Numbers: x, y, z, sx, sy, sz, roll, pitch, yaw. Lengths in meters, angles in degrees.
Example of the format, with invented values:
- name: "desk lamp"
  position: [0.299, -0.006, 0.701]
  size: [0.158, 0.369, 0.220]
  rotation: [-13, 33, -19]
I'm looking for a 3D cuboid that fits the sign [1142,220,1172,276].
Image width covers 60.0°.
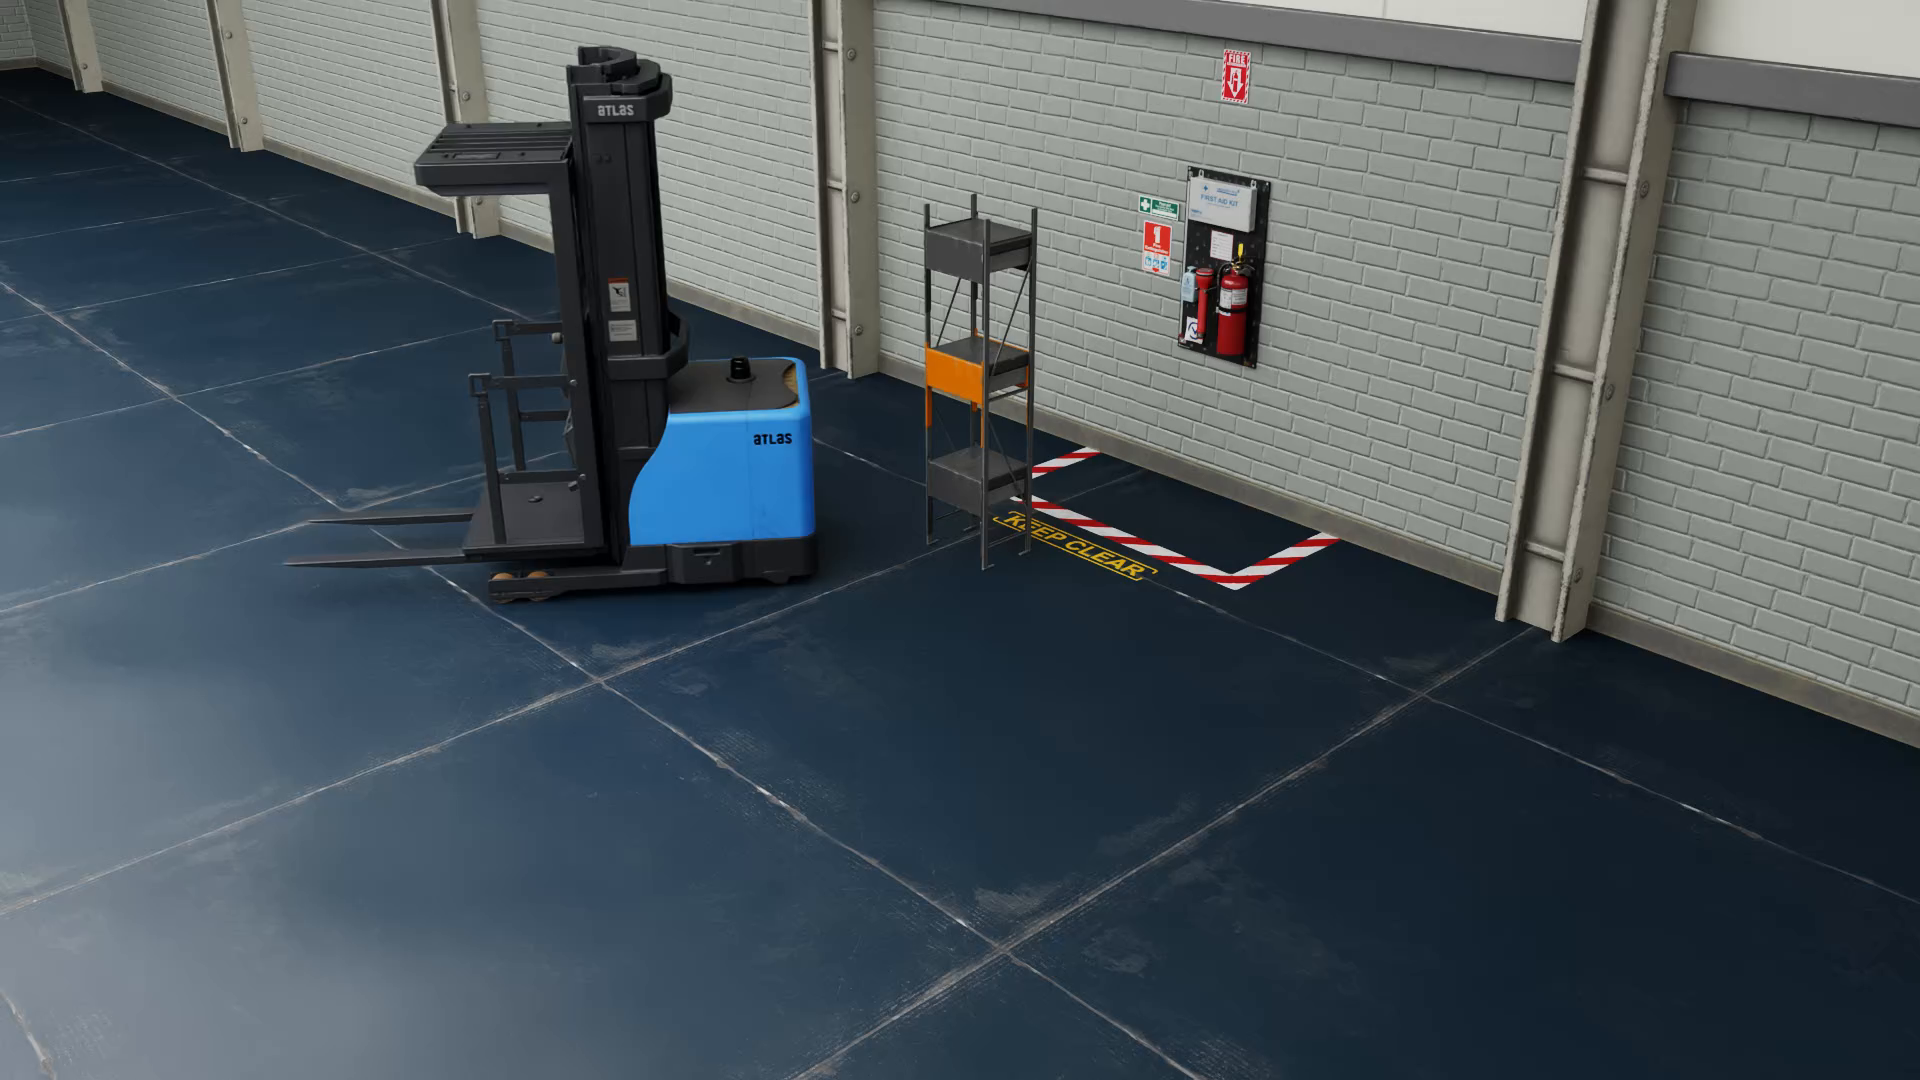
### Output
- name: "sign"
  position: [1.268, -1.881, 10.716]
  size: [0.001, 0.329, 0.234]
  rotation: [-21, 32, -38]

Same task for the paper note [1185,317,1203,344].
- name: "paper note"
  position: [1.500, -1.340, 10.636]
  size: [0.016, 0.148, 0.142]
  rotation: [-21, 32, -38]

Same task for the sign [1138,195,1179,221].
- name: "sign"
  position: [1.265, -2.118, 10.598]
  size: [0.001, 0.109, 0.331]
  rotation: [-21, 32, -38]

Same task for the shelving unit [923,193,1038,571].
- name: "shelving unit"
  position: [0.113, -0.905, 9.704]
  size: [0.431, 2.100, 0.503]
  rotation: [-21, 32, -38]

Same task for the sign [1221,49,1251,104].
- name: "sign"
  position: [1.638, -2.753, 9.879]
  size: [0.001, 0.298, 0.199]
  rotation: [-21, 32, -38]

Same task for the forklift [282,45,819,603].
- name: "forklift"
  position: [-2.378, -1.208, 9.366]
  size: [3.031, 2.935, 1.130]
  rotation: [-3, 25, -6]

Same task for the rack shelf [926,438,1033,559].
- name: "rack shelf"
  position: [0.113, -0.256, 10.000]
  size: [0.431, 0.518, 0.480]
  rotation: [-21, 32, -38]

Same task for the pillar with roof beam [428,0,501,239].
- name: "pillar with roof beam"
  position: [-8.113, -6.052, 12.675]
  size: [9.100, 9.000, 0.400]
  rotation: [-21, 32, -38]

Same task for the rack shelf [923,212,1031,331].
- name: "rack shelf"
  position: [0.113, -1.530, 9.419]
  size: [0.431, 0.518, 0.480]
  rotation: [-21, 32, -38]

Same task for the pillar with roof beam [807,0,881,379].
- name: "pillar with roof beam"
  position: [-4.012, -4.234, 8.690]
  size: [9.100, 9.000, 0.400]
  rotation: [-21, 32, -38]

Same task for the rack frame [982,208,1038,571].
- name: "rack frame"
  position: [0.280, -0.831, 9.542]
  size: [0.400, 2.100, 0.015]
  rotation: [-21, 32, -38]

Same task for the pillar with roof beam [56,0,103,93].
- name: "pillar with roof beam"
  position: [-16.314, -9.688, 20.644]
  size: [9.100, 9.000, 0.400]
  rotation: [-21, 32, -38]

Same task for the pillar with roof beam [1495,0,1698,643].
- name: "pillar with roof beam"
  position: [0.089, -2.417, 4.705]
  size: [9.100, 9.000, 0.400]
  rotation: [-21, 32, -38]

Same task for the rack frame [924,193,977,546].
- name: "rack frame"
  position: [-0.054, -0.979, 9.866]
  size: [0.400, 2.100, 0.015]
  rotation: [-21, 32, -38]

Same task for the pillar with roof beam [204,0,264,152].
- name: "pillar with roof beam"
  position: [-12.213, -7.870, 16.659]
  size: [9.100, 9.000, 0.400]
  rotation: [-21, 32, -38]

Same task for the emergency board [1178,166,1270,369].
- name: "emergency board"
  position: [1.571, -1.668, 10.292]
  size: [0.194, 1.169, 0.643]
  rotation: [-21, 32, -38]

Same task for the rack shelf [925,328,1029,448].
- name: "rack shelf"
  position: [0.113, -0.893, 9.710]
  size: [0.431, 0.518, 0.480]
  rotation: [-21, 32, -38]
